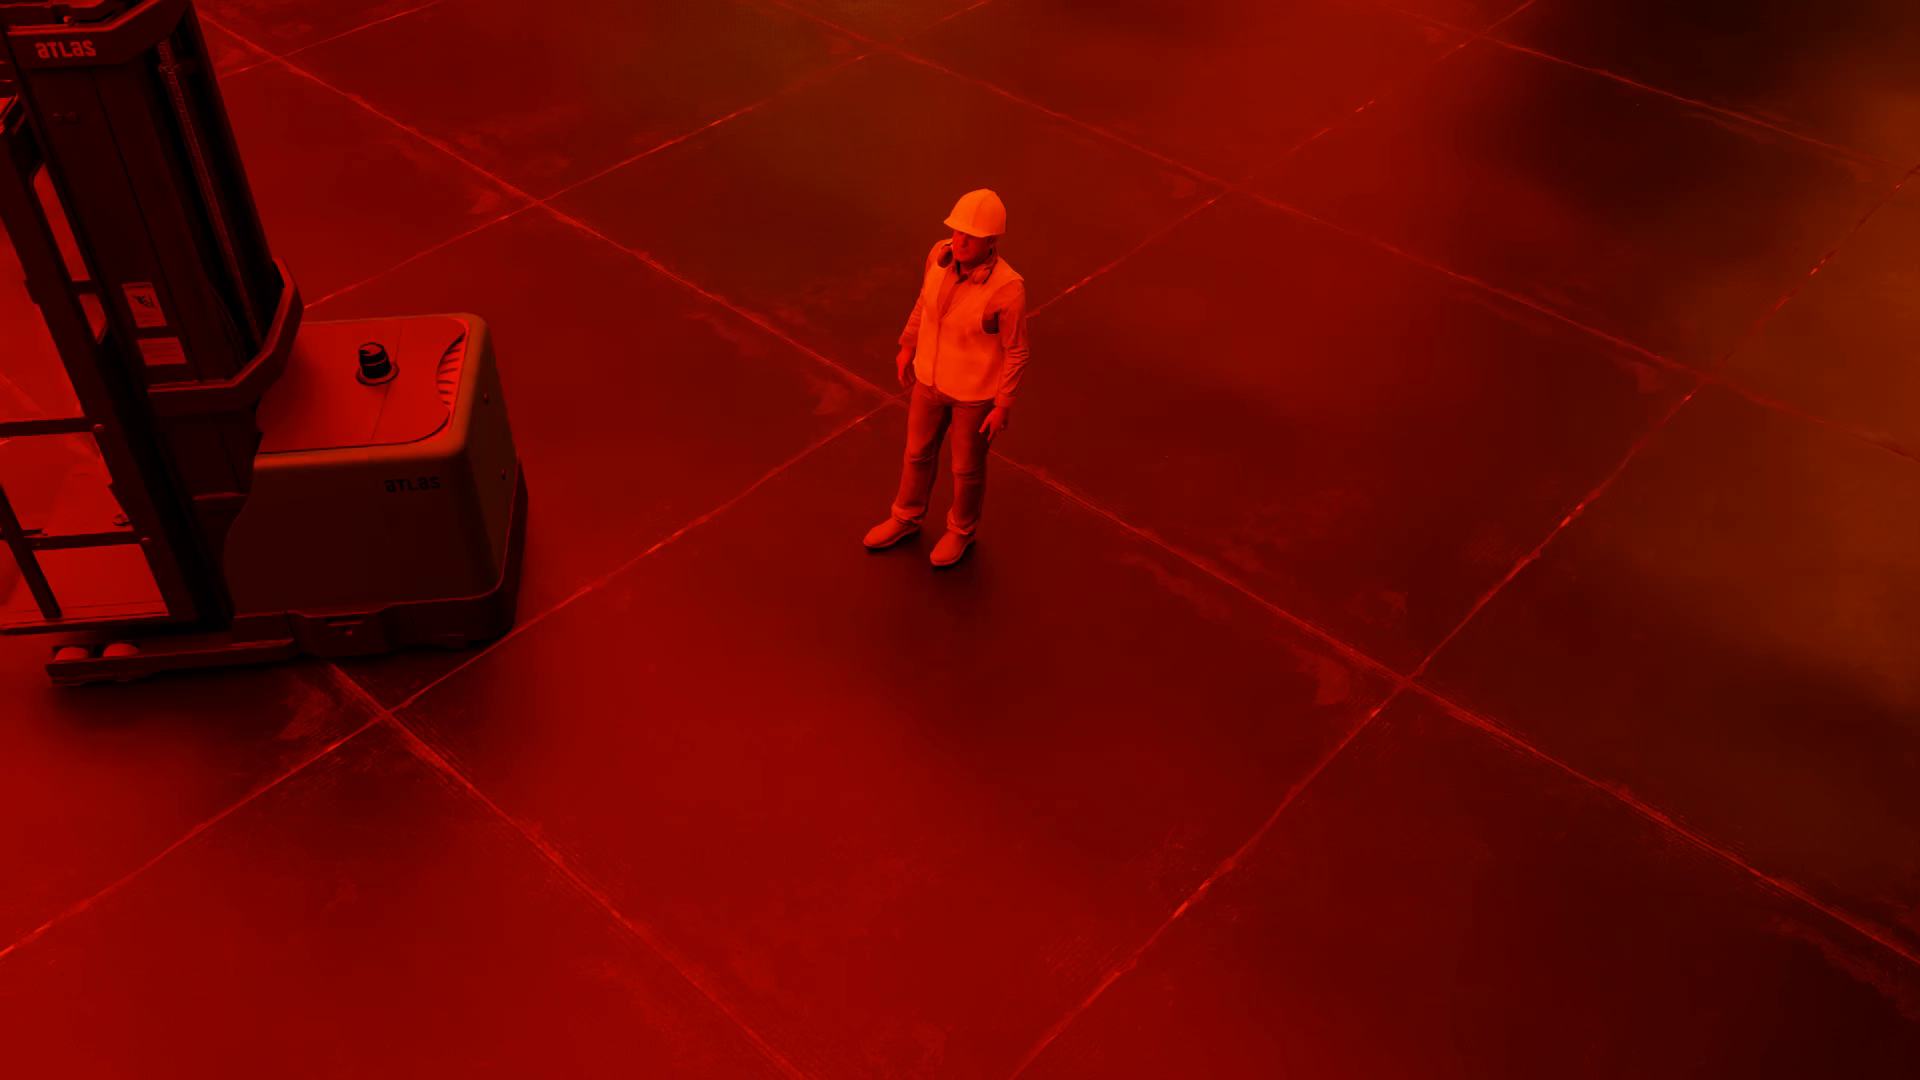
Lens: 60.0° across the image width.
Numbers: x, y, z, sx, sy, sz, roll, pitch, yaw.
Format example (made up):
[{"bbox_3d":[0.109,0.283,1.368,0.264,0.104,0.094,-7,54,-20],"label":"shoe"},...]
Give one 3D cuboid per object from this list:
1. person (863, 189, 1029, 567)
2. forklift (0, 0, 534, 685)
[{"bbox_3d":[-0.048,-0.653,7.066,0.632,1.773,0.568,31,49,31],"label":"person"},{"bbox_3d":[-3.456,-0.870,6.443,3.031,2.935,1.130,-4,41,-5],"label":"forklift"}]
